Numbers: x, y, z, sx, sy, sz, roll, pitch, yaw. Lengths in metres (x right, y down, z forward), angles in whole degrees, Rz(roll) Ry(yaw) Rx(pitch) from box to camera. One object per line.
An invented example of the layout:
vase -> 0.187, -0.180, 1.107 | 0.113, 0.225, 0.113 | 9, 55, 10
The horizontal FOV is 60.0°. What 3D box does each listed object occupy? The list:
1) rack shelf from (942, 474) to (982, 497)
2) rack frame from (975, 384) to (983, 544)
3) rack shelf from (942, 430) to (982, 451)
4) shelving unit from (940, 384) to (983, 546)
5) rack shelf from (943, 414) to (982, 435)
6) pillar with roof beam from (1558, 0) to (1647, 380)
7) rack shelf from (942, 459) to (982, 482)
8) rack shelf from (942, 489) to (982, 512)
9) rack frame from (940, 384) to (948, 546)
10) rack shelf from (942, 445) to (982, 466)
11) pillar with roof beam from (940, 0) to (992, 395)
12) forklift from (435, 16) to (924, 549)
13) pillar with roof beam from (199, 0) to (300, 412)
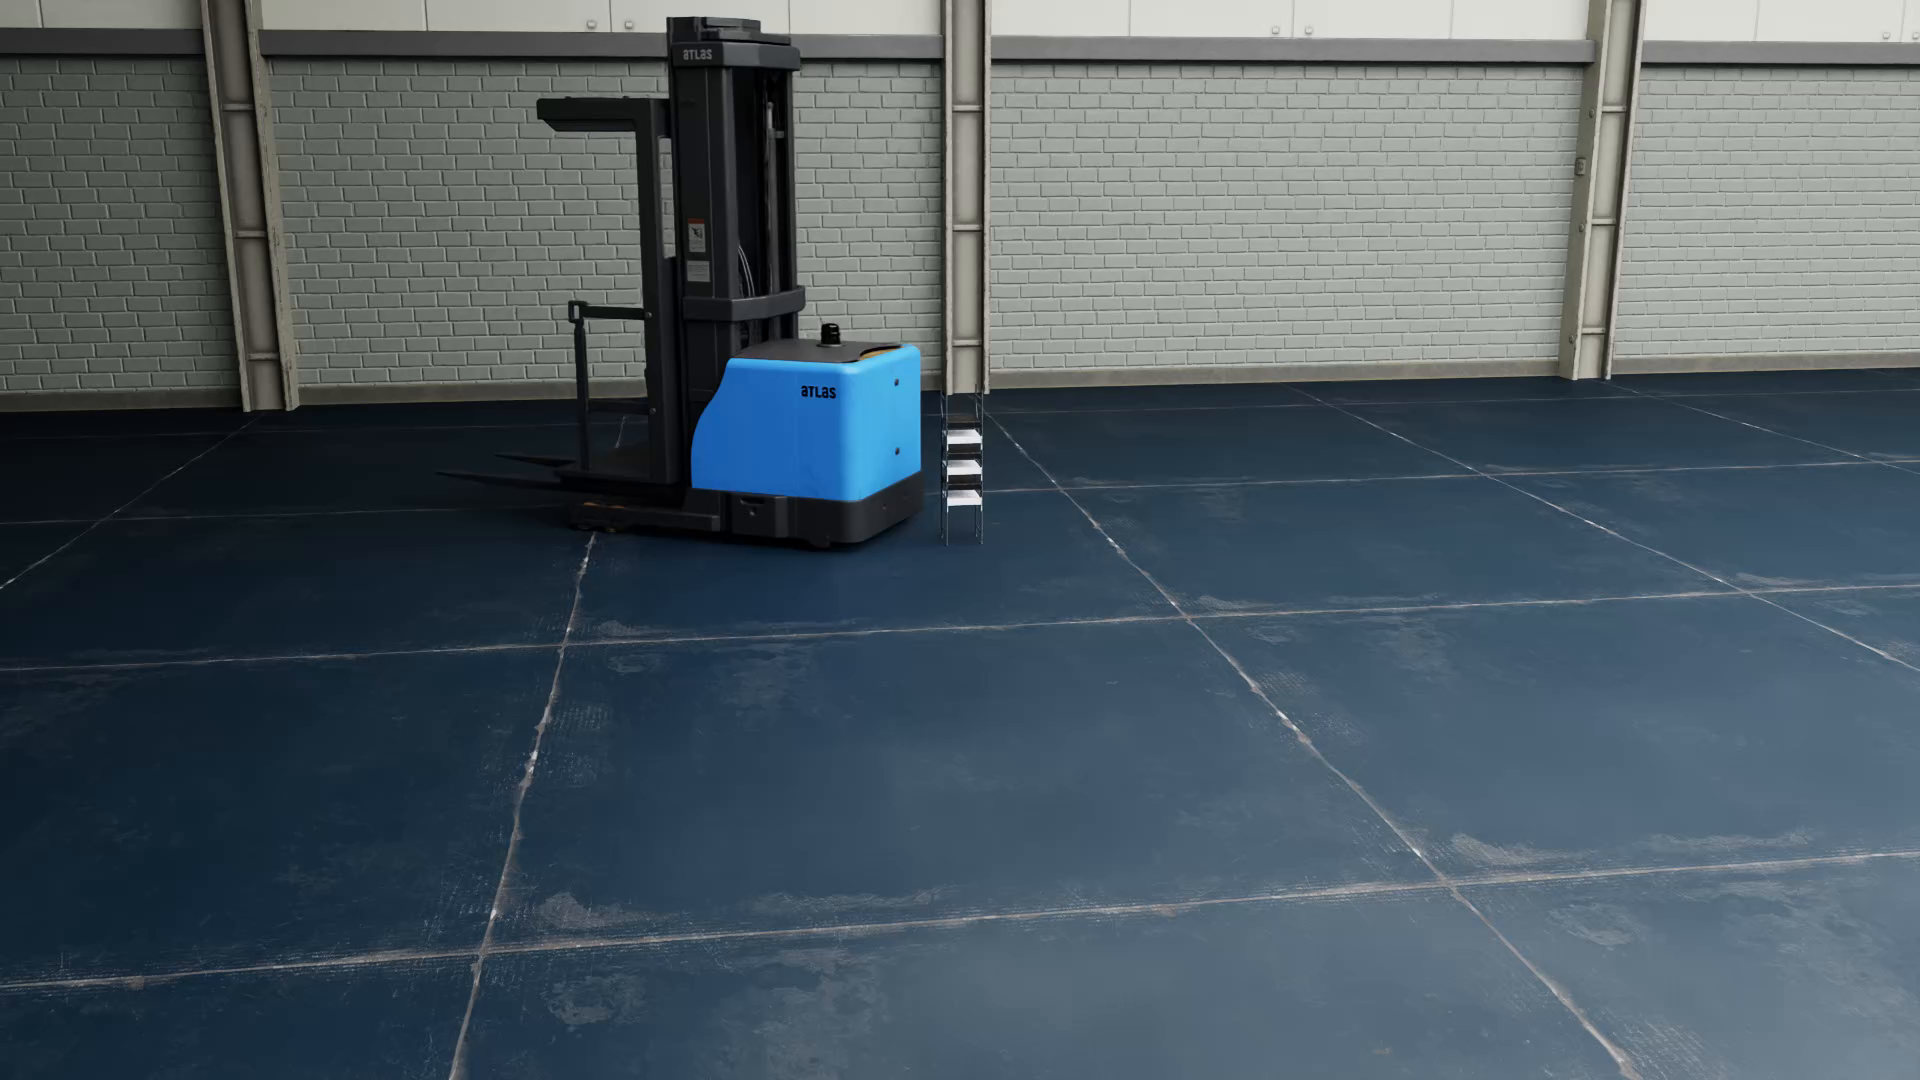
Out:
rack shelf -> 0.008, -0.317, 9.644 | 0.200, 0.077, 0.258 | -2, 14, -8
rack frame -> 0.109, -0.440, 9.628 | 0.006, 0.900, 0.240 | -2, 14, -8
rack shelf -> 0.008, -0.579, 9.578 | 0.200, 0.077, 0.258 | -2, 14, -8
shelving unit -> 0.008, -0.437, 9.614 | 0.210, 0.900, 0.258 | -2, 14, -8
rack shelf -> 0.008, -0.666, 9.556 | 0.200, 0.077, 0.258 | -2, 14, -8
pillar with roof beam -> 6.623, -4.892, 10.731 | 0.400, 9.000, 9.100 | -2, 14, -8
rack shelf -> 0.008, -0.404, 9.622 | 0.200, 0.077, 0.258 | -2, 14, -8
rack shelf -> 0.008, -0.230, 9.665 | 0.200, 0.077, 0.258 | -2, 14, -8
rack frame -> -0.093, -0.433, 9.599 | 0.006, 0.900, 0.240 | -2, 14, -8
rack shelf -> 0.008, -0.492, 9.600 | 0.200, 0.077, 0.258 | -2, 14, -8
pillar with roof beam -> 0.690, -4.675, 9.864 | 0.400, 9.000, 9.100 | -2, 14, -8
forklift -> -1.794, -1.578, 9.990 | 3.031, 2.935, 1.130 | 5, 15, 21
pillar with roof beam -> -5.243, -4.458, 8.997 | 0.400, 9.000, 9.100 | -2, 14, -8
